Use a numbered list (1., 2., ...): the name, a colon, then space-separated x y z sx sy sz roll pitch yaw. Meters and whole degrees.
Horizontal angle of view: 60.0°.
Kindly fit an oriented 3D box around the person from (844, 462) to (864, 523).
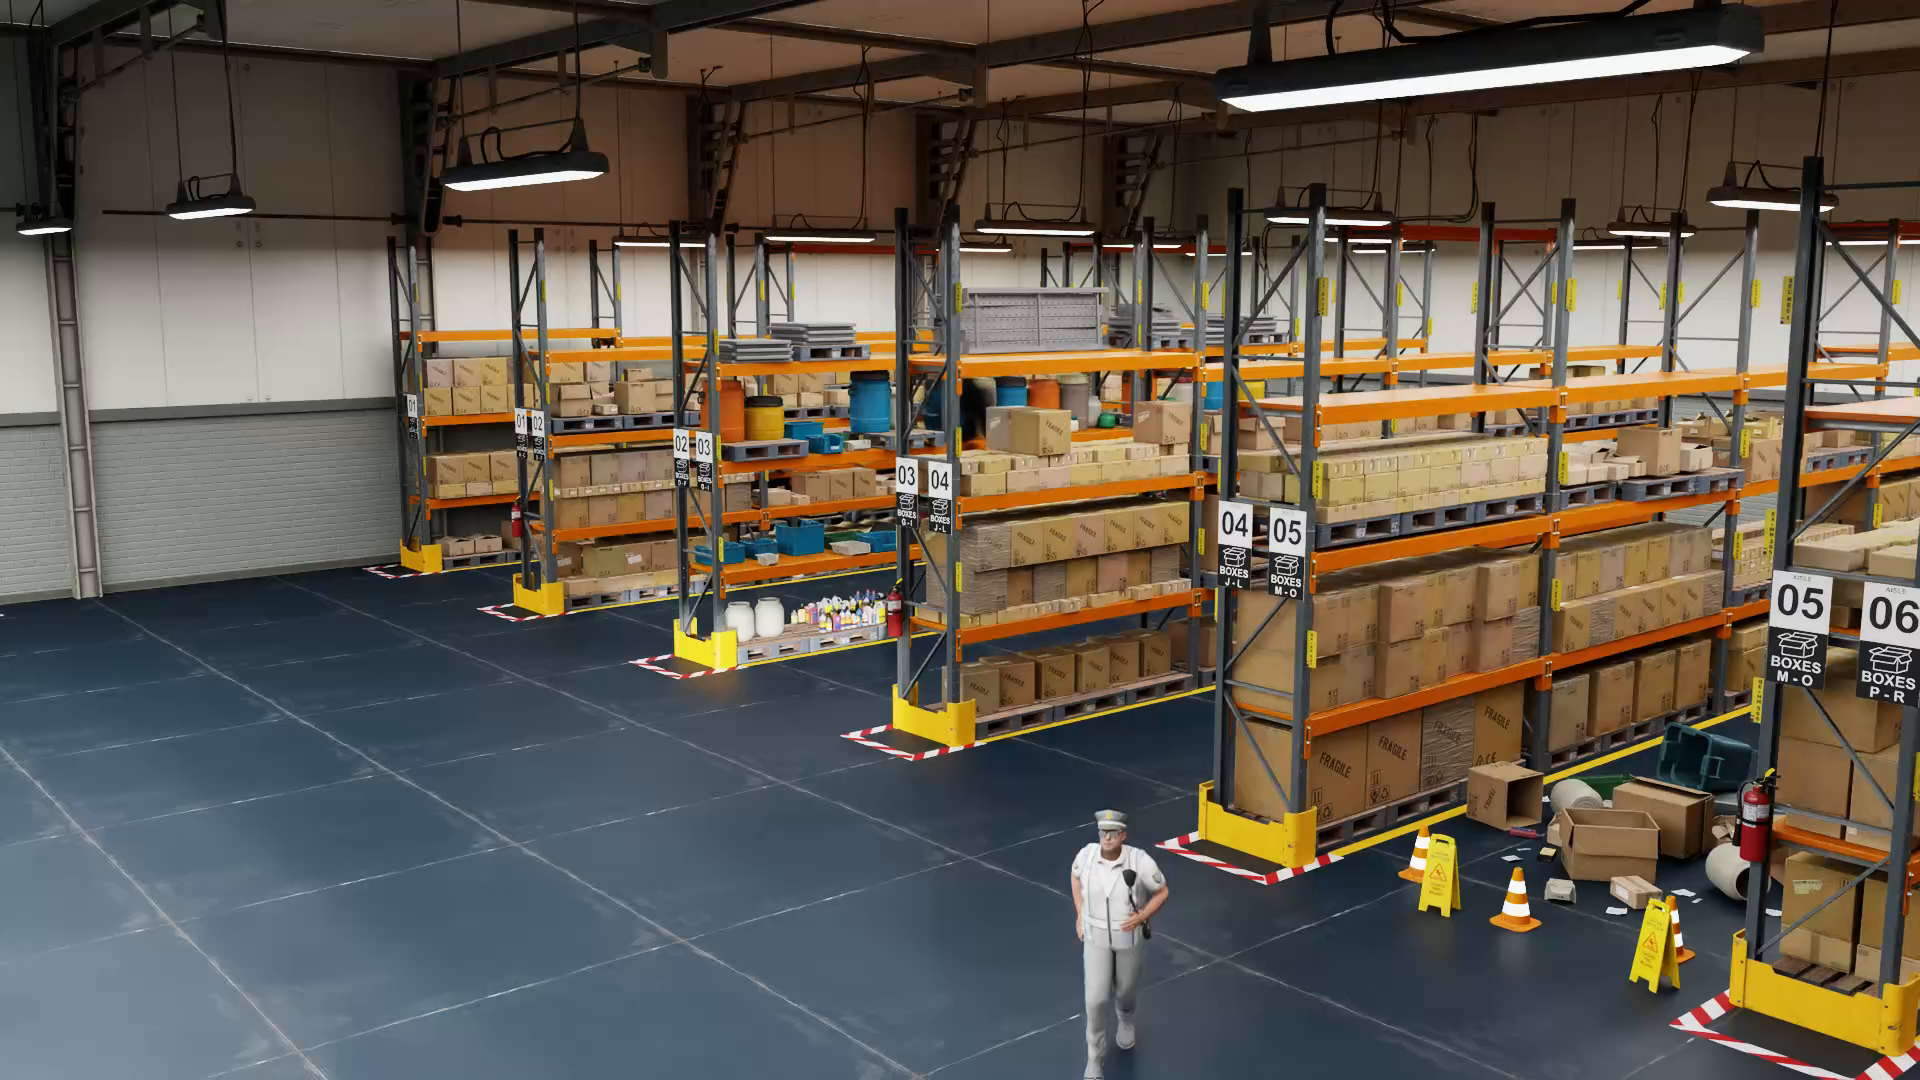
1. person: -2.042 -0.777 33.173 0.698 1.718 0.606 8 12 41

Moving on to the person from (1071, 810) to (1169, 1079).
1. person: 1.048 2.636 11.015 0.668 1.865 0.767 2 9 13
